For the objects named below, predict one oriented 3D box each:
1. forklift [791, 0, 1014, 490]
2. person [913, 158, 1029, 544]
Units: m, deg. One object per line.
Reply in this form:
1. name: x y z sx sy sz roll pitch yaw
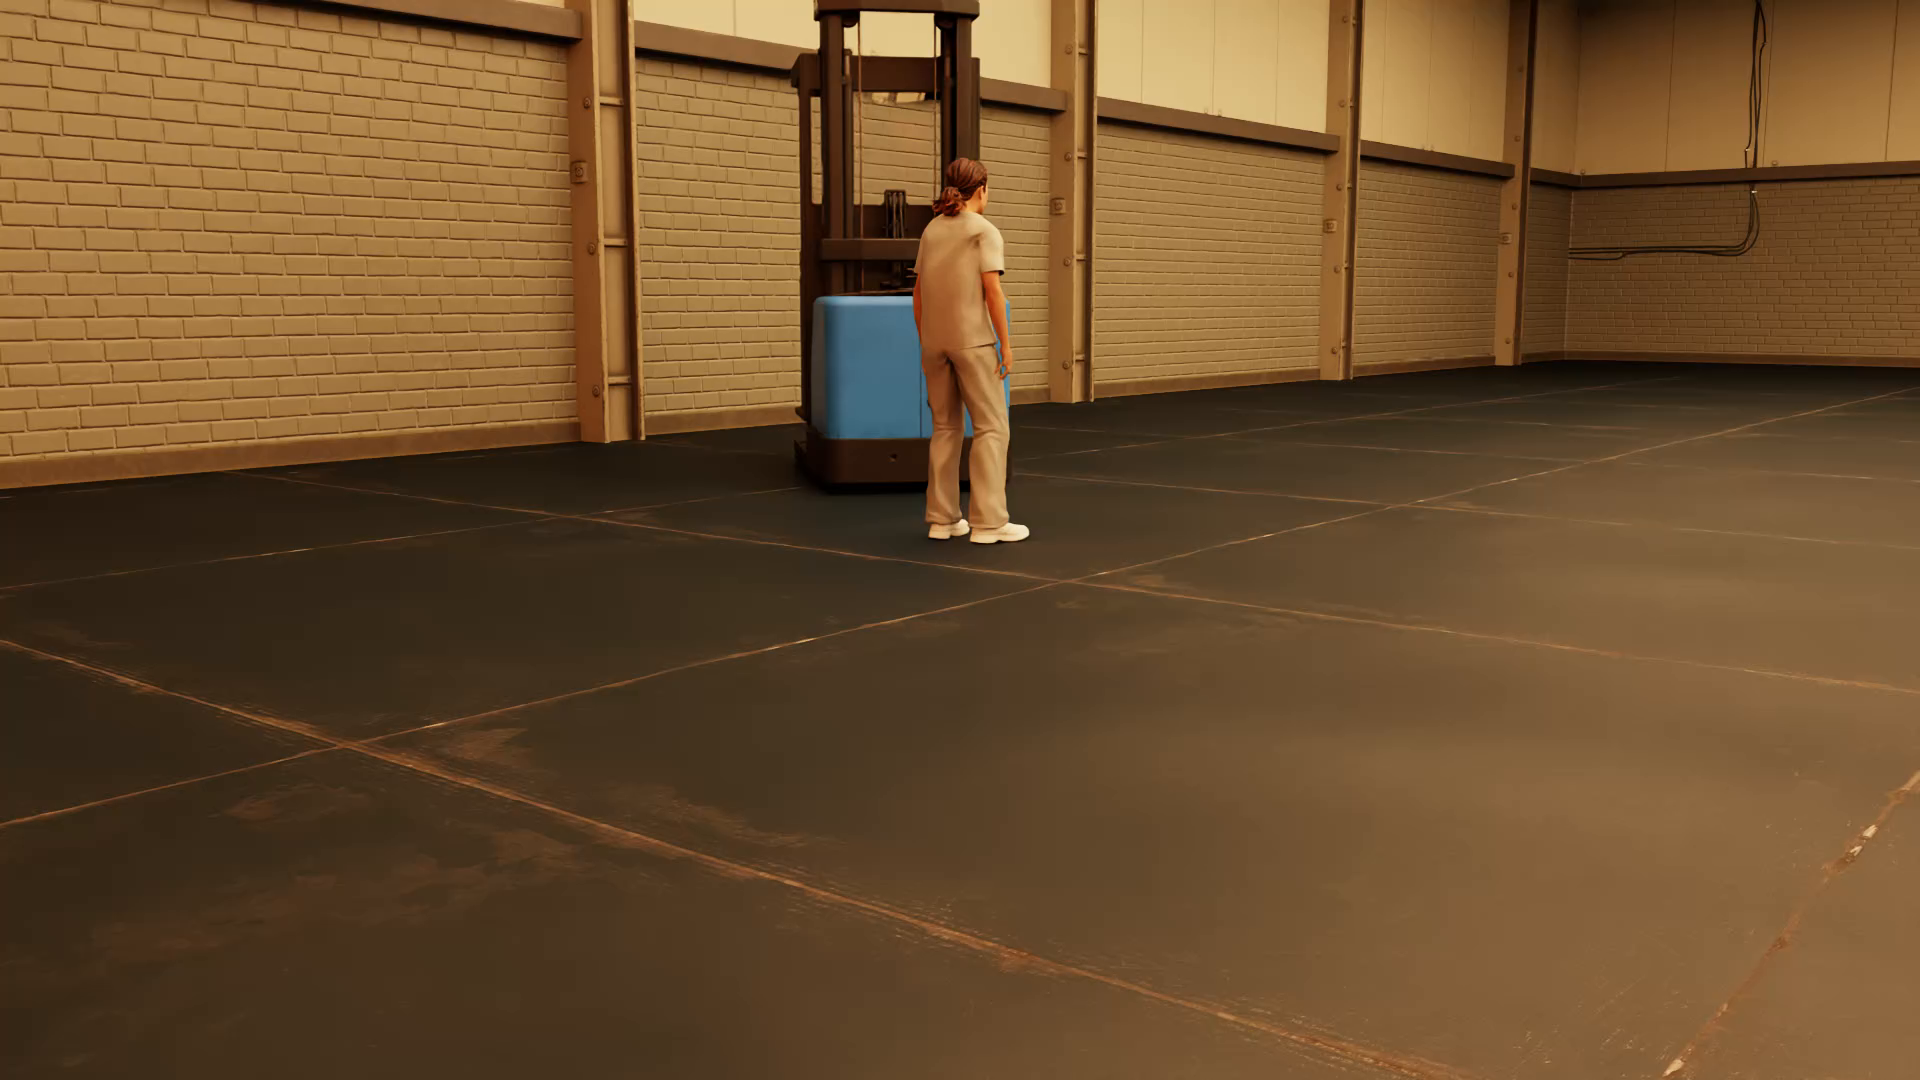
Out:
1. forklift: -0.456 -1.904 10.290 1.130 2.935 3.031 -1 8 -10
2. person: 0.020 -0.832 7.317 0.496 1.672 0.361 6 10 36
